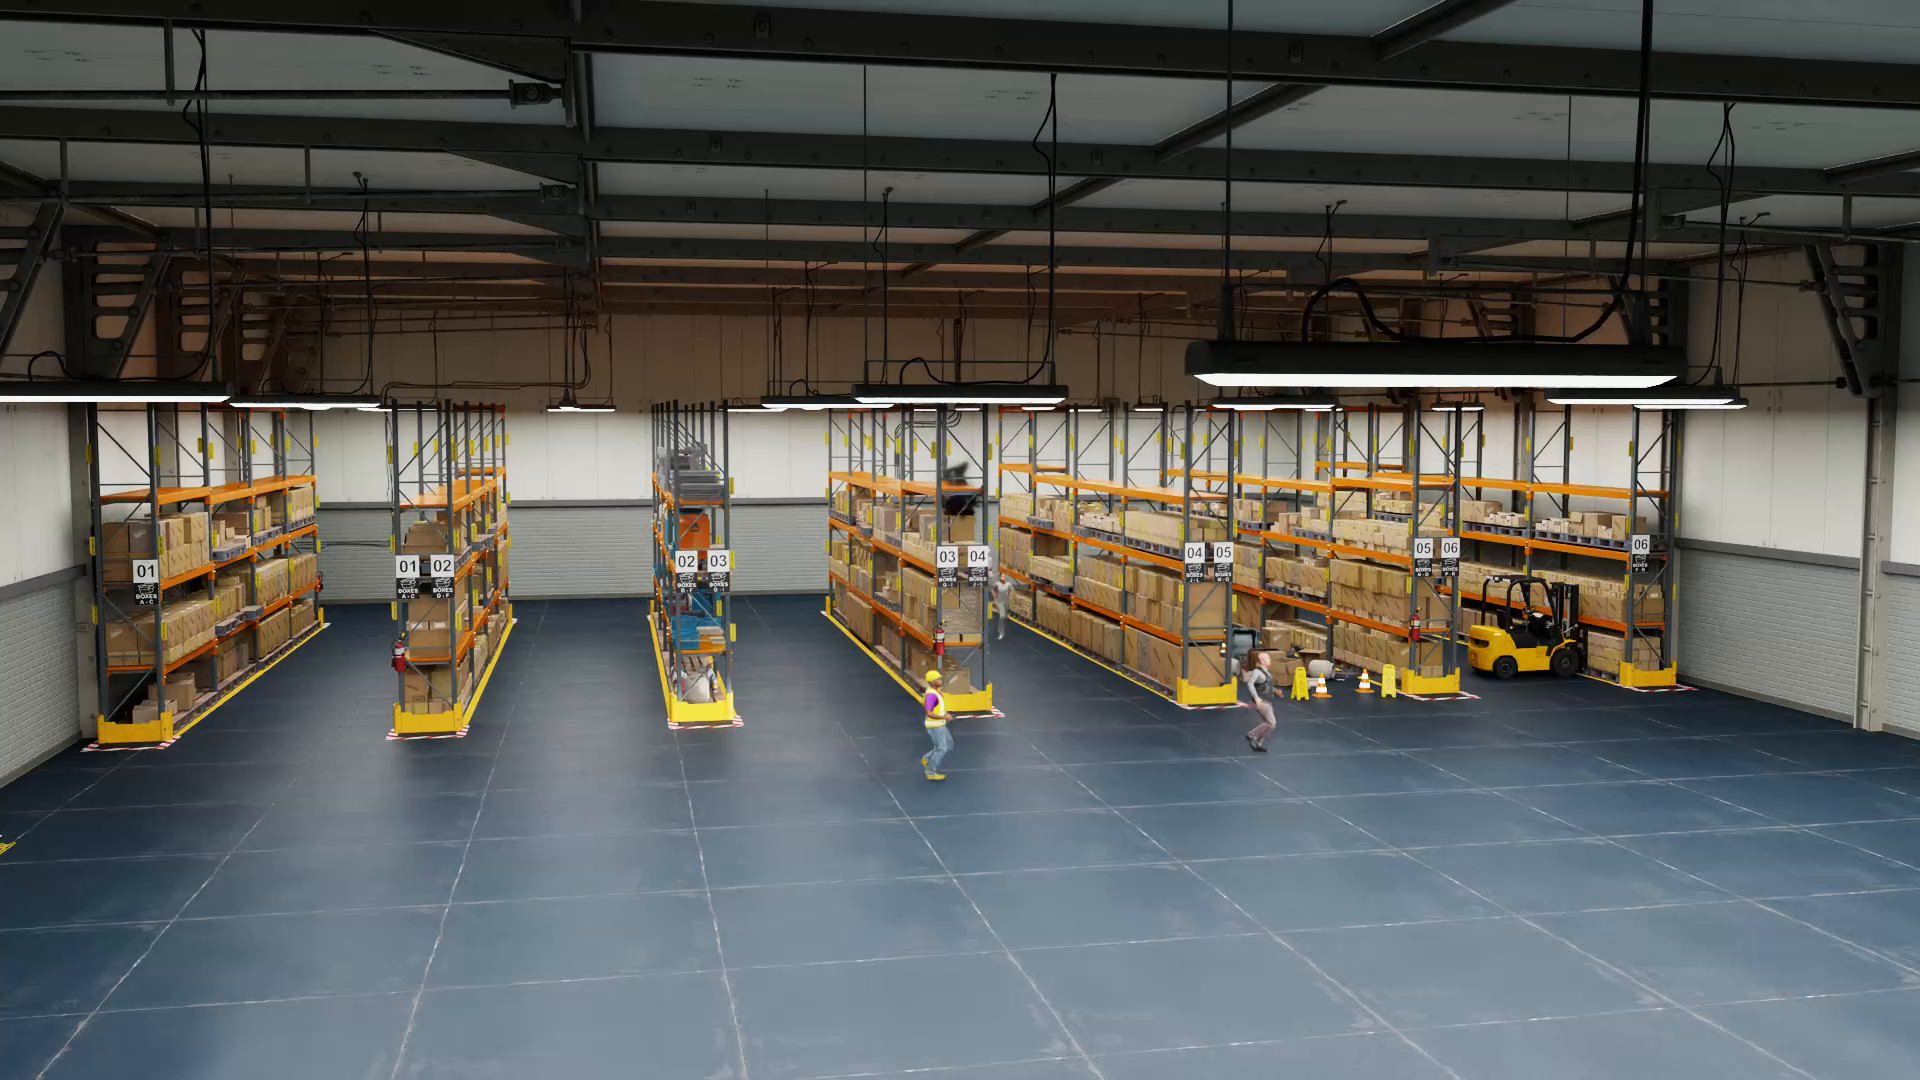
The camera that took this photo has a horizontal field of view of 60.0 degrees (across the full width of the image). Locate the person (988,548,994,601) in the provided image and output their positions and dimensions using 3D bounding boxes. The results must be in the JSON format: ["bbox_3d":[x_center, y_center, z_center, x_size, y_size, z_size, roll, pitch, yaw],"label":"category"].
[{"bbox_3d":[0.770,1.041,49.602,0.595,1.647,0.691,-2,5,-21],"label":"person"}]

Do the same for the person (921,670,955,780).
[{"bbox_3d":[-0.342,2.894,26.038,0.589,1.720,0.692,1,4,8],"label":"person"}]

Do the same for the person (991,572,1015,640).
[{"bbox_3d":[1.112,1.674,42.670,0.561,1.718,0.768,-1,4,-14],"label":"person"}]

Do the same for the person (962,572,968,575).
[{"bbox_3d":[-0.068,1.257,48.926,0.783,1.580,0.622,1,5,18],"label":"person"}]

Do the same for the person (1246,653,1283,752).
[{"bbox_3d":[5.168,2.754,28.220,0.571,1.689,0.672,2,5,24],"label":"person"}]
